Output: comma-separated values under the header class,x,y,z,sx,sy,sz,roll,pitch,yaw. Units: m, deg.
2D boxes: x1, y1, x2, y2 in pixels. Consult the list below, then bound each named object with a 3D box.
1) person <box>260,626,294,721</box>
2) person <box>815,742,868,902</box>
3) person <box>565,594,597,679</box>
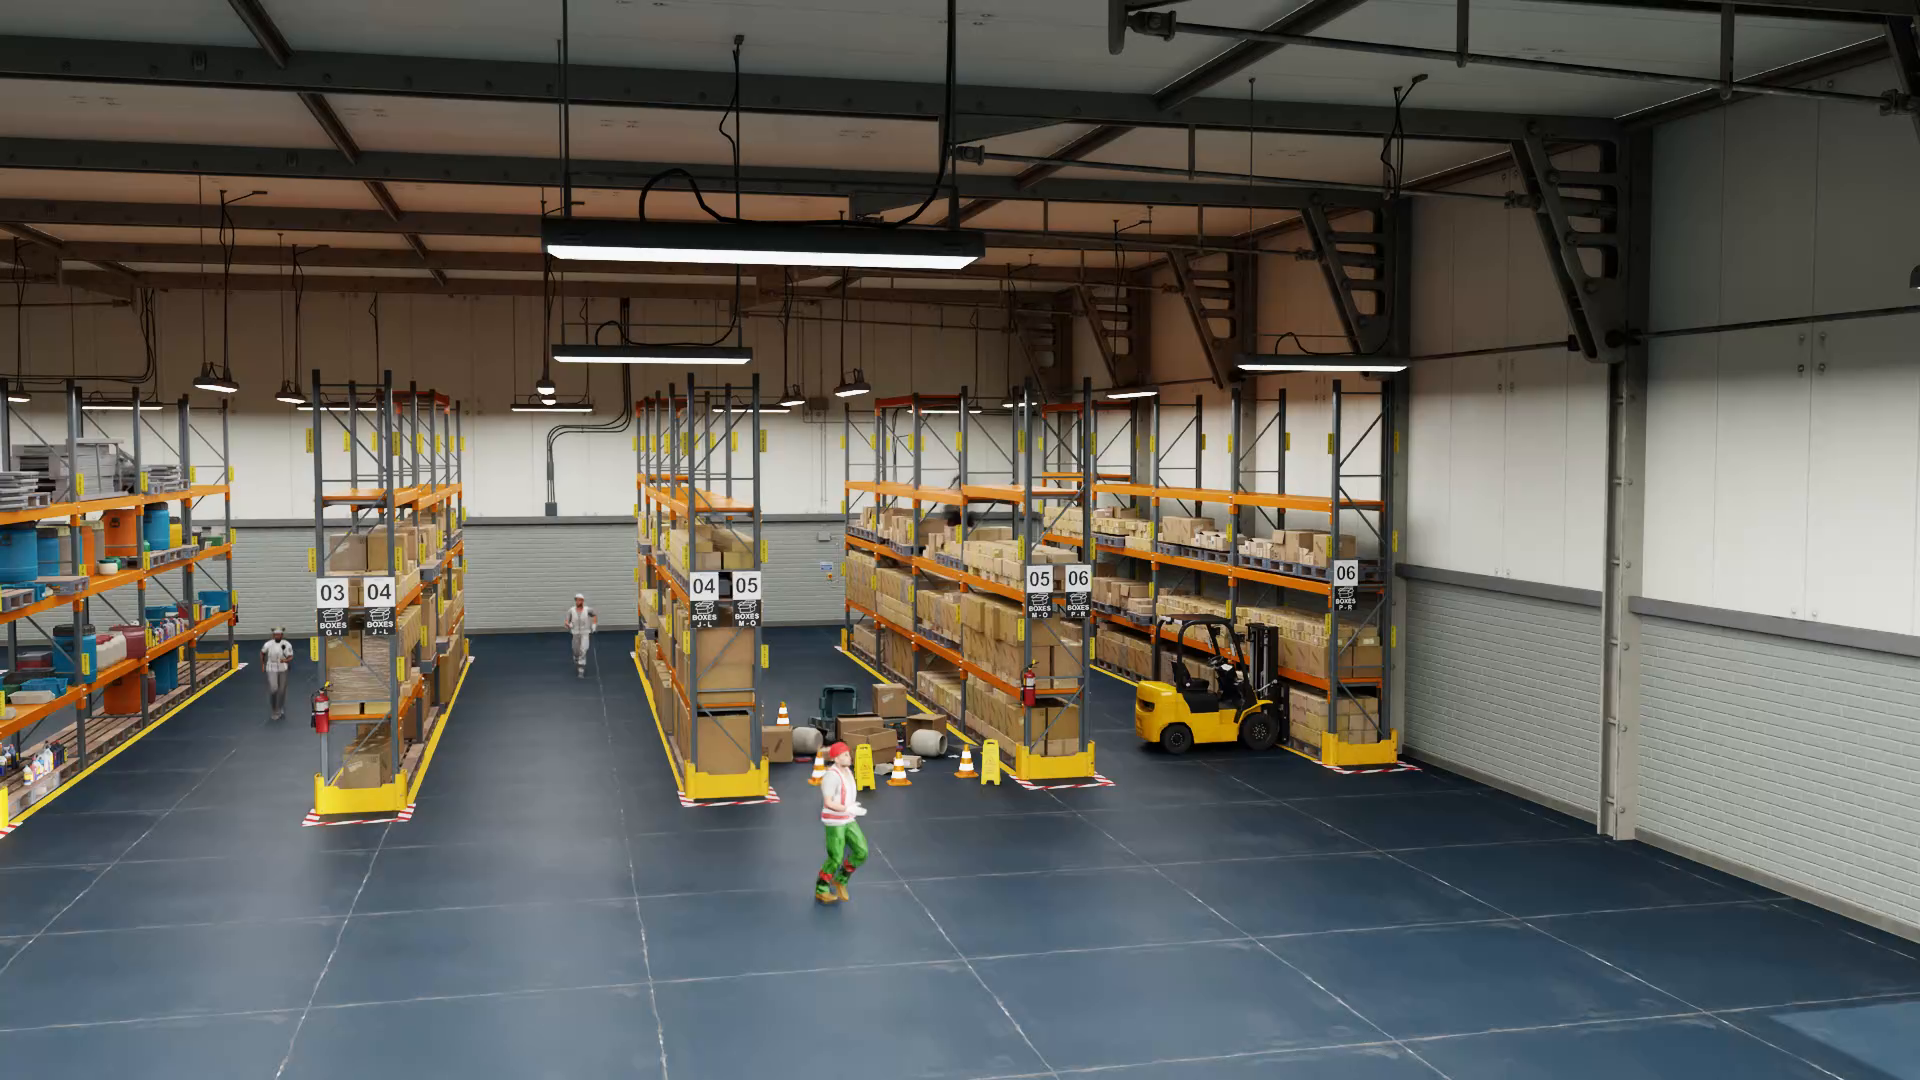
class,x,y,z,sx,sy,sz,roll,pitch,yaw
person,-12.413,2.420,30.253,0.536,1.726,0.801,-2,4,-28
person,-1.258,3.077,18.065,0.676,1.785,0.686,2,4,26
person,-8.148,2.045,35.764,0.668,1.789,0.986,0,3,-5
